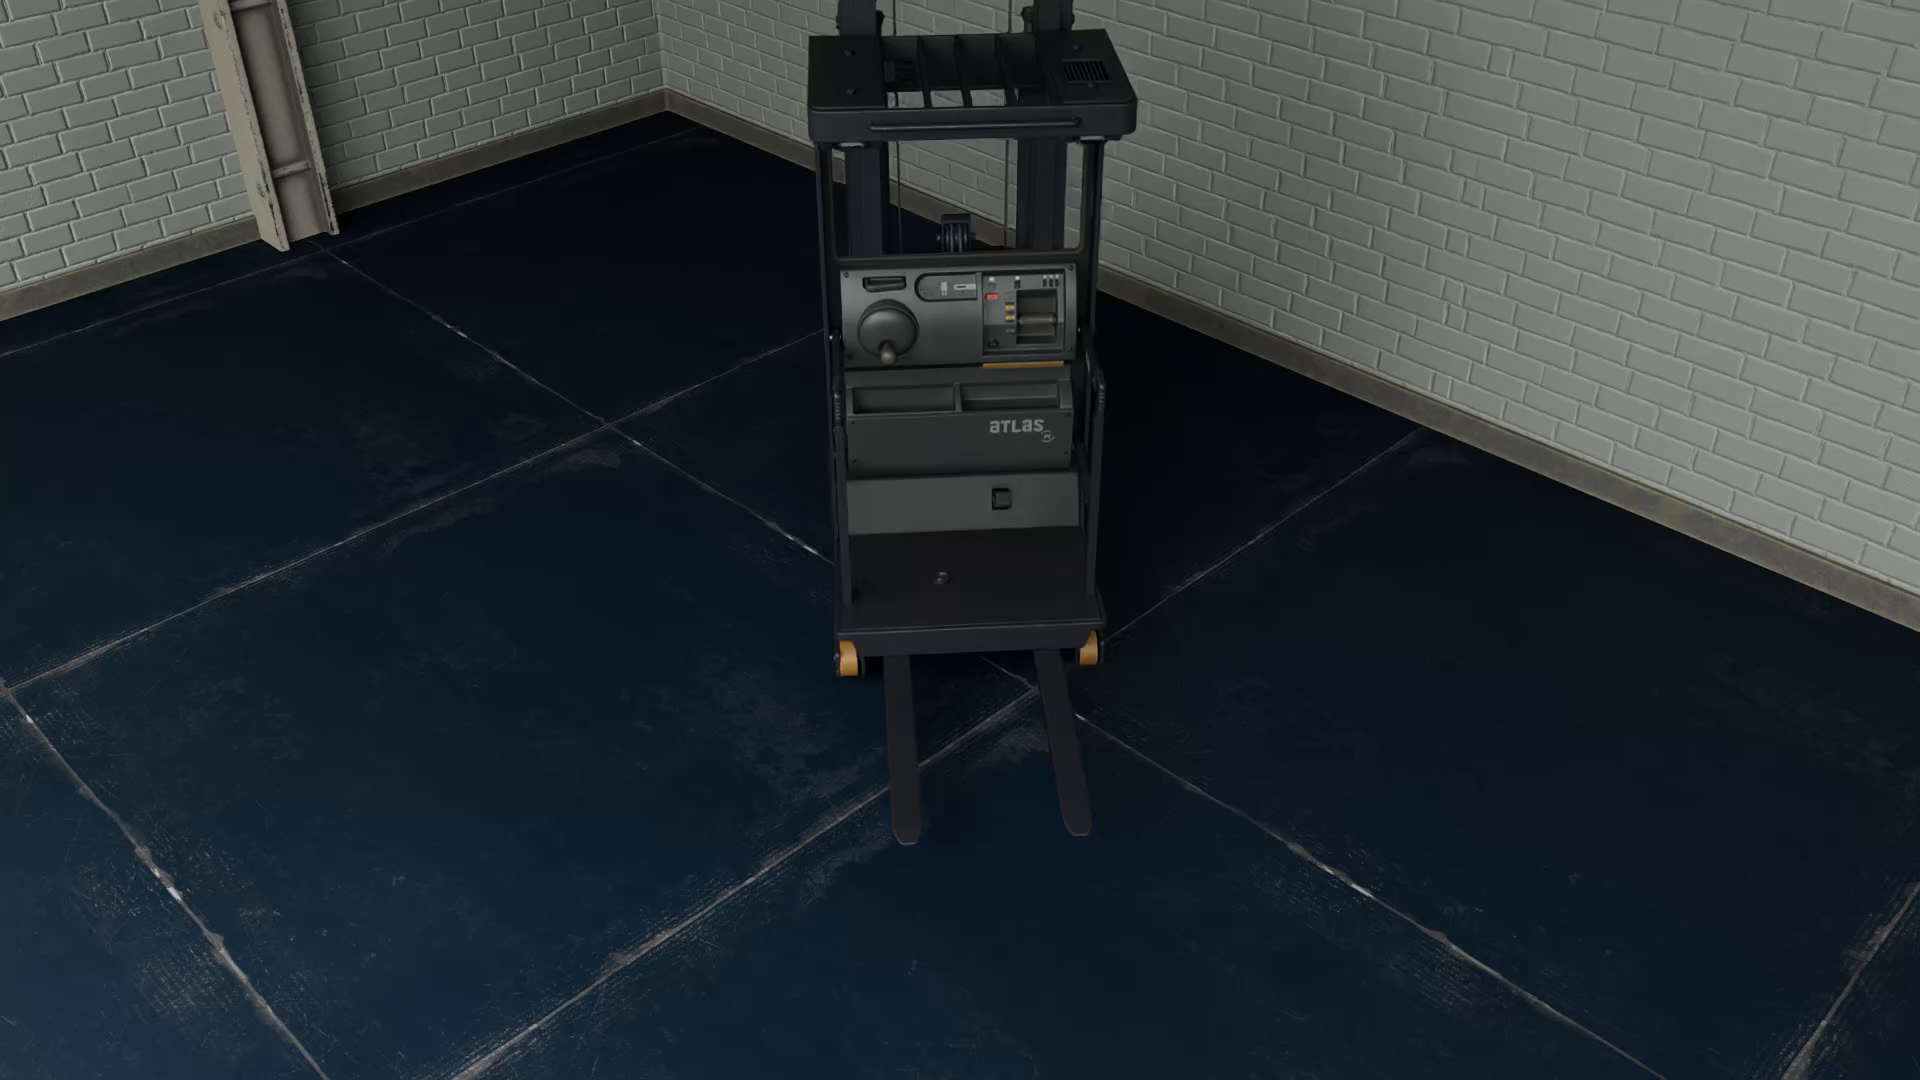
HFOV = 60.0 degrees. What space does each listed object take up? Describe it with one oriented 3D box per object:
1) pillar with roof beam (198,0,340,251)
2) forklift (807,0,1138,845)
[{"bbox_3d":[-1.120,-3.887,5.456,9.100,9.000,0.400,30,45,35],"label":"pillar with roof beam"},{"bbox_3d":[0.015,-0.830,6.378,1.130,2.935,3.031,-2,35,-3],"label":"forklift"}]
